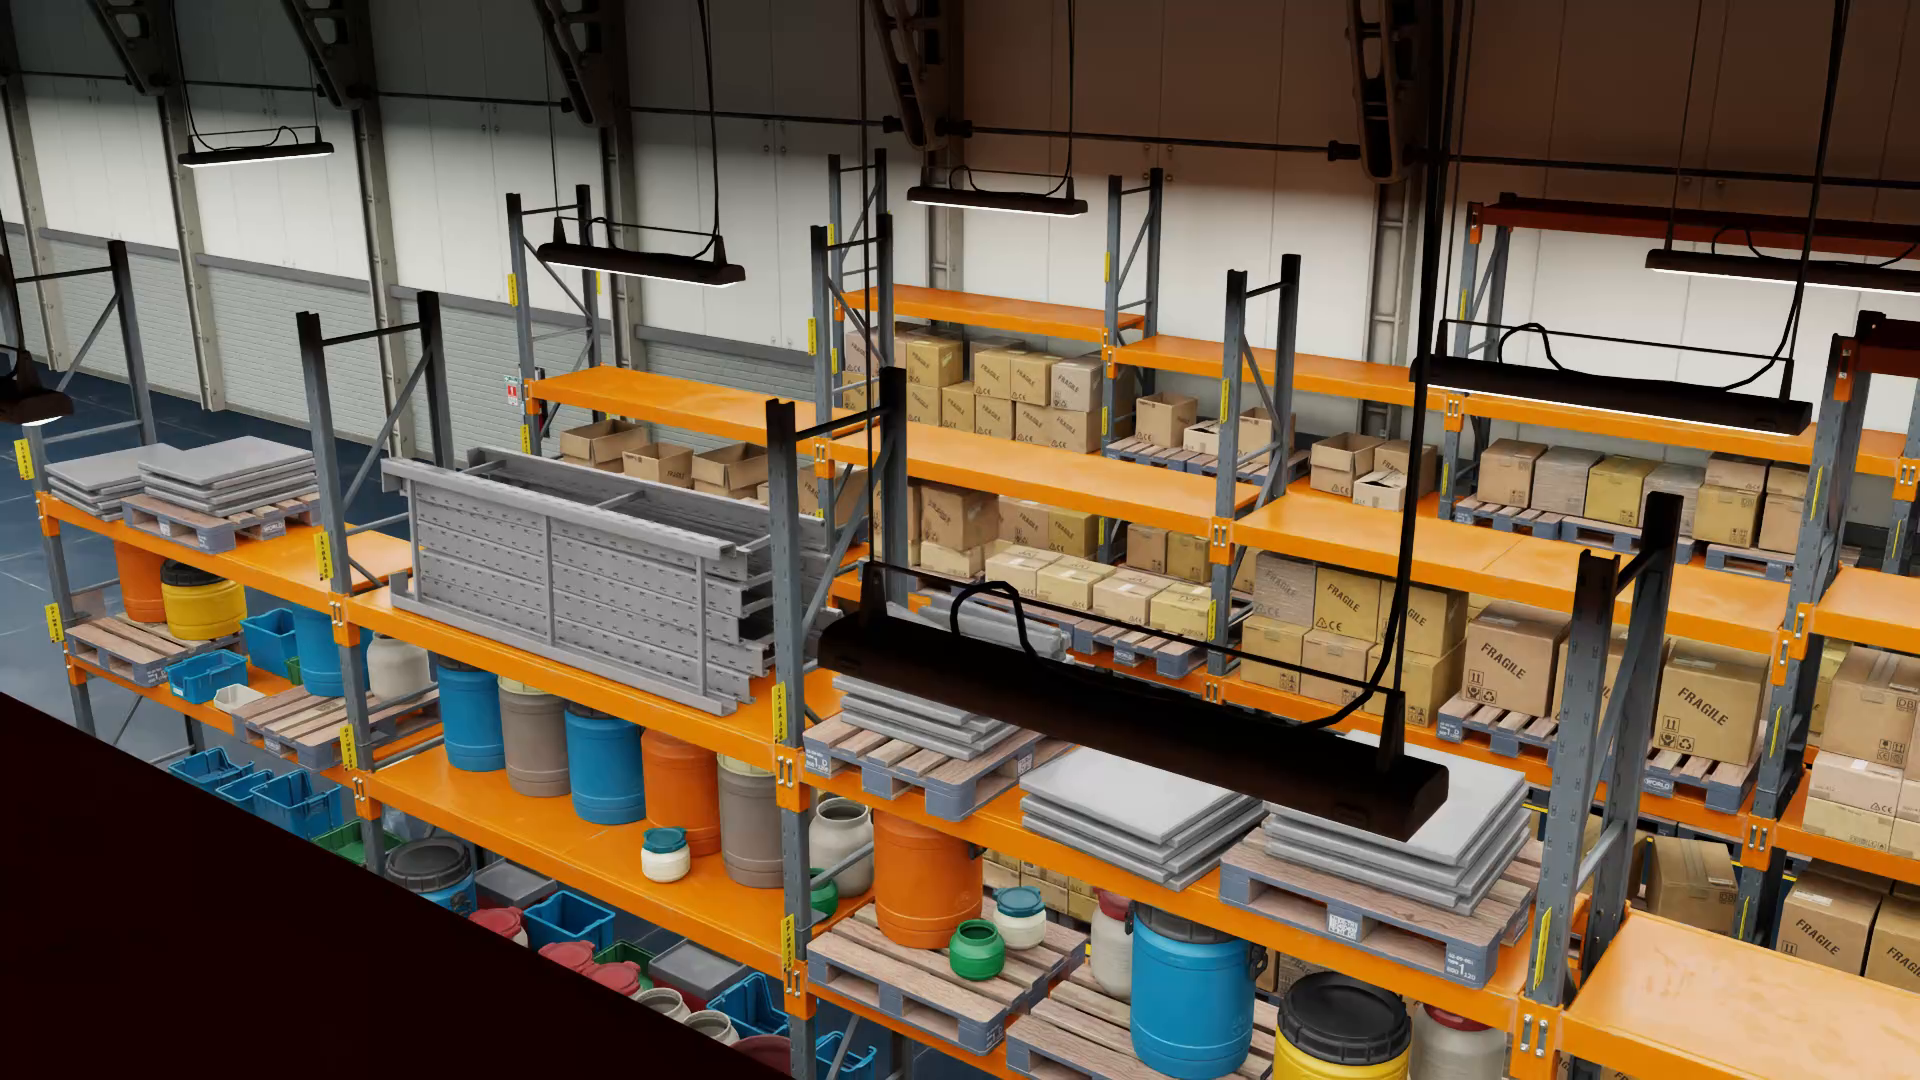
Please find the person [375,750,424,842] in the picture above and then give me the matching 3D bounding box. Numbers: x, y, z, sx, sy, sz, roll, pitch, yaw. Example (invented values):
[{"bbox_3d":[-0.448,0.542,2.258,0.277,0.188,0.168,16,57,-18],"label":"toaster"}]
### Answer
[{"bbox_3d":[-5.480,2.168,15.921,0.774,1.794,0.593,15,24,38],"label":"person"}]
